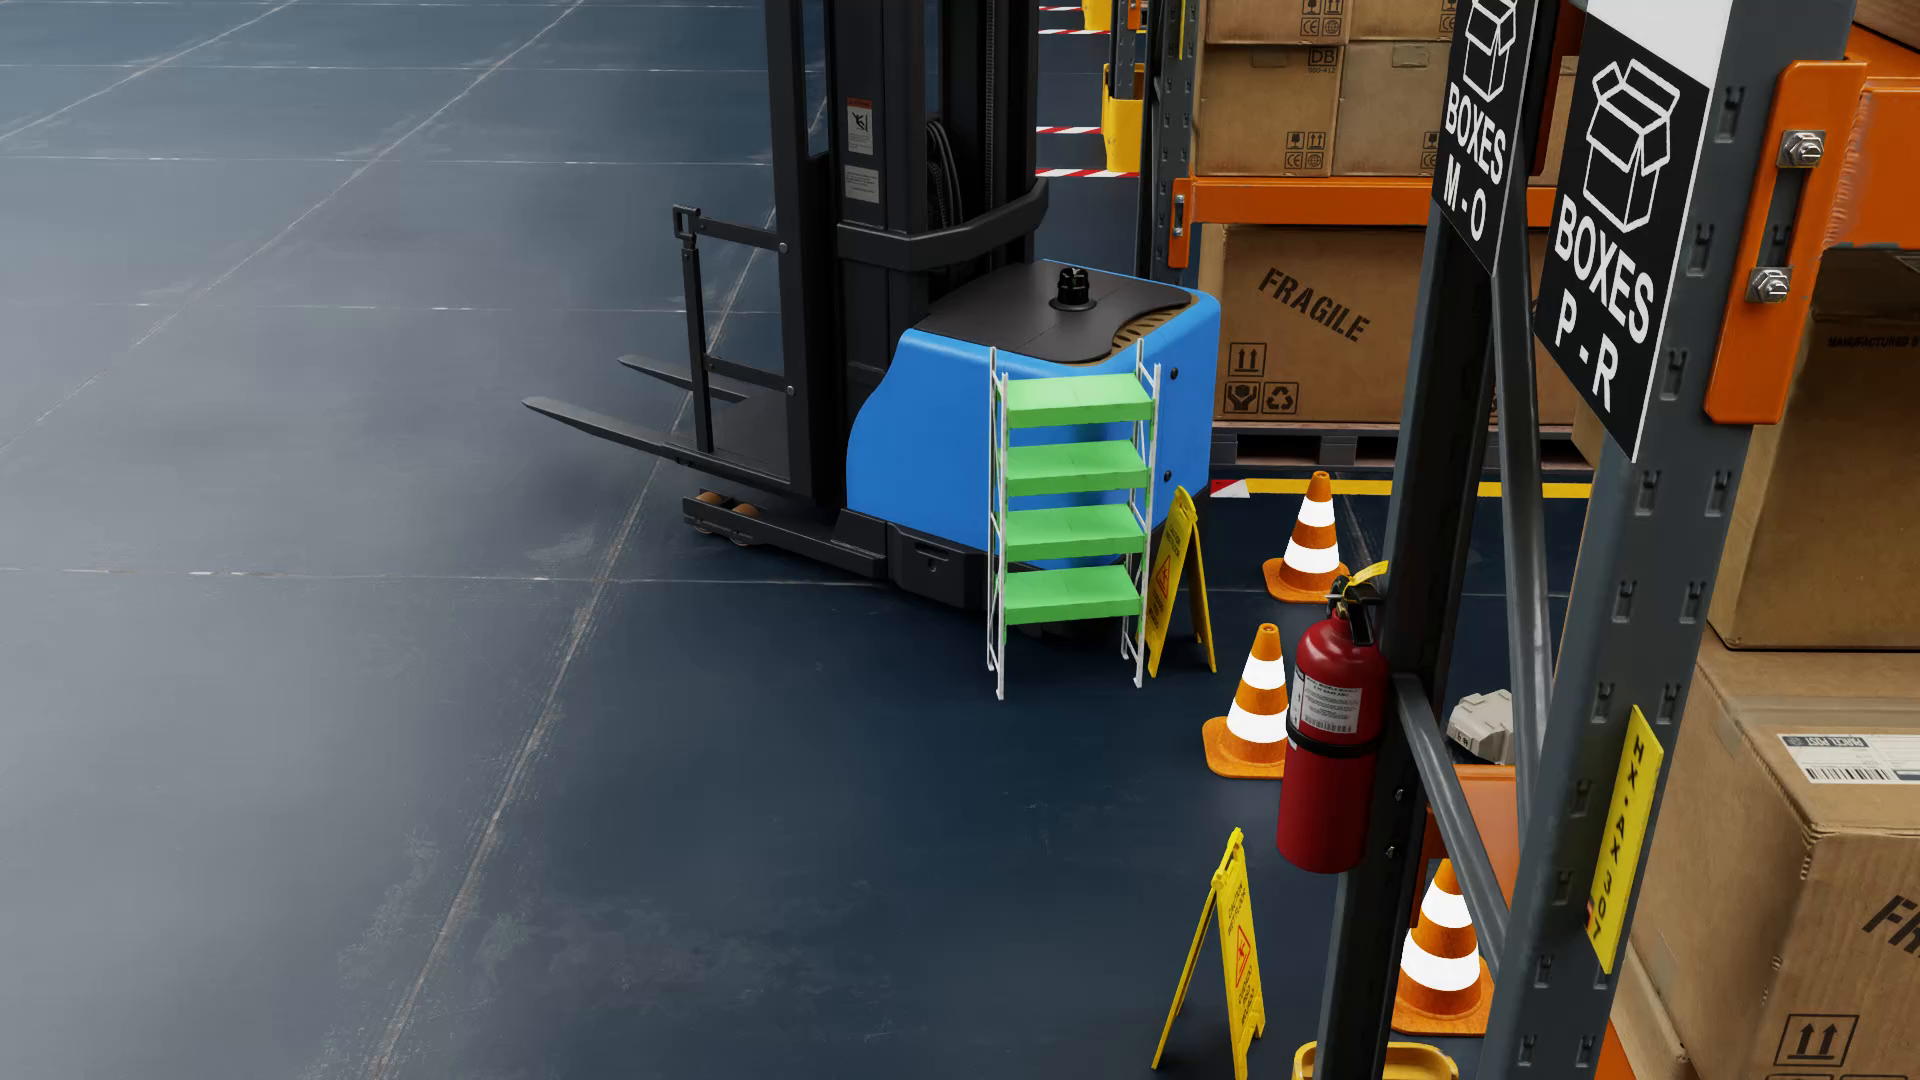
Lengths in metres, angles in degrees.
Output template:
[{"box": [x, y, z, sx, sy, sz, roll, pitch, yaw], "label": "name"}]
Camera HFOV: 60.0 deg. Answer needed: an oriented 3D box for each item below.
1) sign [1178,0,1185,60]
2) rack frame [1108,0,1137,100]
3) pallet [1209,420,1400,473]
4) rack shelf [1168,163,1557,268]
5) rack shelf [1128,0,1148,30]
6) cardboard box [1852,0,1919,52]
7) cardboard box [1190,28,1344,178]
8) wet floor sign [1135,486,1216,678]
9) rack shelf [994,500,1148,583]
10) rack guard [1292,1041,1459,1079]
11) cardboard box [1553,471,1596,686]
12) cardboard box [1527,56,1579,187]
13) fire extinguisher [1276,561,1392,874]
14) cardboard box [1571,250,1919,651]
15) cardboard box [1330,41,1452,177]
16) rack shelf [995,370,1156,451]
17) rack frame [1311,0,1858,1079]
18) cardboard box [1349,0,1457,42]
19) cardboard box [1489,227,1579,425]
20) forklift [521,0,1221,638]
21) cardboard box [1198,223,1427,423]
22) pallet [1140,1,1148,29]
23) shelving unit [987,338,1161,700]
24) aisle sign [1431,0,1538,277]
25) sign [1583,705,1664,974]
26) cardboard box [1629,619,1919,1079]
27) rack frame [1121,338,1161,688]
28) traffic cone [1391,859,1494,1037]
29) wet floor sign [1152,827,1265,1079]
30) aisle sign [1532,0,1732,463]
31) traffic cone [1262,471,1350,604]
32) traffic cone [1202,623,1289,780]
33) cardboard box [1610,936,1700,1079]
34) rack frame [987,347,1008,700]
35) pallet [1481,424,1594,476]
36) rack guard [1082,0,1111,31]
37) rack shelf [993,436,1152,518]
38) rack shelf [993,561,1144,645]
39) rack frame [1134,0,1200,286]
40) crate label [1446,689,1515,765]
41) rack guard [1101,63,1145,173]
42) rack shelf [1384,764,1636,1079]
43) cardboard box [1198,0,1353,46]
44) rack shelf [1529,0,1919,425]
[{"box": [0.844, -1.994, 6.300, 0.005, 0.325, 0.100, 1, 28, 2], "label": "sign"}, {"box": [1.145, -4.156, 11.388, 0.127, 3.000, 1.000, 1, 28, 2], "label": "rack frame"}, {"box": [1.671, -0.627, 7.708, 1.213, 0.211, 1.003, 1, 28, 2], "label": "pallet"}, {"box": [2.868, -1.485, 7.117, 4.000, 0.370, 1.077, 1, 28, 2], "label": "rack shelf"}, {"box": [3.144, -3.805, 11.494, 4.000, 0.370, 1.077, 1, 28, 2], "label": "rack shelf"}, {"box": [1.116, -0.574, 1.696, 0.250, 0.149, 0.380, 1, 28, 2], "label": "cardboard box"}, {"box": [1.242, -1.917, 7.004, 0.550, 0.550, 0.875, 1, 28, 2], "label": "cardboard box"}, {"box": [0.770, 0.130, 5.815, 0.232, 0.644, 0.267, -4, 28, -7], "label": "wet floor sign"}, {"box": [0.364, 0.002, 5.601, 0.480, 0.148, 0.258, -4, 28, -8], "label": "rack shelf"}, {"box": [0.871, 1.588, 3.220, 0.348, 0.500, 1.175, 1, 28, 2], "label": "rack guard"}, {"box": [1.348, 0.187, 2.770, 0.500, 0.500, 0.500, 0, 28, 1], "label": "cardboard box"}, {"box": [2.347, -1.851, 6.878, 0.550, 0.550, 0.875, 1, 28, 2], "label": "cardboard box"}, {"box": [0.697, 0.299, 3.066, 0.183, 0.674, 0.296, 1, 28, 2], "label": "fire extinguisher"}, {"box": [1.314, -0.229, 2.487, 0.500, 0.500, 0.700, 0, 28, 1], "label": "cardboard box"}, {"box": [1.792, -1.919, 7.007, 0.550, 0.550, 0.875, 1, 28, 2], "label": "cardboard box"}, {"box": [0.364, -0.422, 5.377, 0.480, 0.148, 0.258, -4, 28, -8], "label": "rack shelf"}, {"box": [0.795, 0.484, 2.634, 0.053, 2.616, 0.949, 1, 28, 2], "label": "rack frame"}, {"box": [1.792, -2.389, 6.742, 0.550, 0.550, 0.875, 1, 28, 2], "label": "cardboard box"}, {"box": [2.429, -1.089, 7.422, 0.875, 0.875, 0.875, 1, 28, 1], "label": "cardboard box"}, {"box": [-0.523, -1.458, 6.371, 3.031, 2.935, 1.130, 17, 32, 29], "label": "forklift"}, {"box": [1.549, -1.103, 7.448, 0.875, 0.875, 0.875, 1, 28, 2], "label": "cardboard box"}, {"box": [2.209, -5.247, 16.423, 1.213, 0.211, 1.003, 1, 28, 2], "label": "pallet"}, {"box": [0.364, -0.054, 5.571, 0.503, 1.200, 0.258, -4, 28, -8], "label": "shelving unit"}, {"box": [0.744, -0.803, 2.286, 0.004, 0.787, 0.394, 1, 28, 2], "label": "aisle sign"}, {"box": [0.777, 0.354, 1.955, 0.005, 0.325, 0.100, 1, 28, 2], "label": "sign"}, {"box": [1.259, 0.445, 2.284, 0.500, 0.500, 0.500, 1, 28, 1], "label": "cardboard box"}, {"box": [0.606, -0.072, 5.605, 0.015, 1.200, 0.240, -4, 28, -8], "label": "rack frame"}, {"box": [1.271, 1.007, 4.357, 0.334, 0.463, 0.336, 1, 28, 2], "label": "traffic cone"}, {"box": [0.643, 1.019, 4.139, 0.232, 0.644, 0.267, 11, 30, 19], "label": "wet floor sign"}, {"box": [0.723, -0.522, 1.757, 0.004, 0.787, 0.394, 1, 28, 2], "label": "aisle sign"}, {"box": [1.350, -0.042, 6.335, 0.334, 0.463, 0.336, 1, 28, 2], "label": "traffic cone"}, {"box": [0.970, 0.481, 5.348, 0.334, 0.463, 0.336, 1, 28, 2], "label": "traffic cone"}, {"box": [1.128, 0.696, 2.503, 0.250, 0.149, 0.380, 1, 28, 2], "label": "cardboard box"}, {"box": [0.123, -0.037, 5.538, 0.015, 1.200, 0.240, -4, 28, -8], "label": "rack frame"}, {"box": [2.887, -0.606, 7.668, 1.213, 0.211, 1.003, 1, 28, 2], "label": "pallet"}, {"box": [1.398, -5.391, 16.386, 0.348, 0.500, 1.175, 1, 28, 2], "label": "rack guard"}, {"box": [0.364, -0.210, 5.489, 0.480, 0.148, 0.258, -4, 28, -8], "label": "rack shelf"}, {"box": [0.364, 0.214, 5.714, 0.480, 0.148, 0.258, -4, 28, -8], "label": "rack shelf"}, {"box": [0.869, -1.836, 7.011, 0.127, 3.000, 1.000, 1, 28, 2], "label": "rack frame"}, {"box": [1.758, 0.609, 5.454, 0.298, 0.136, 0.250, -14, 31, -24], "label": "crate label"}, {"box": [1.221, -3.050, 11.971, 0.348, 0.500, 1.175, 1, 28, 2], "label": "rack guard"}, {"box": [2.794, 0.833, 2.743, 4.000, 0.370, 1.077, 1, 28, 2], "label": "rack shelf"}, {"box": [1.239, -2.355, 6.677, 0.550, 0.550, 0.875, 1, 28, 2], "label": "cardboard box"}, {"box": [2.794, -0.492, 2.041, 4.000, 0.370, 1.077, 1, 28, 2], "label": "rack shelf"}]
